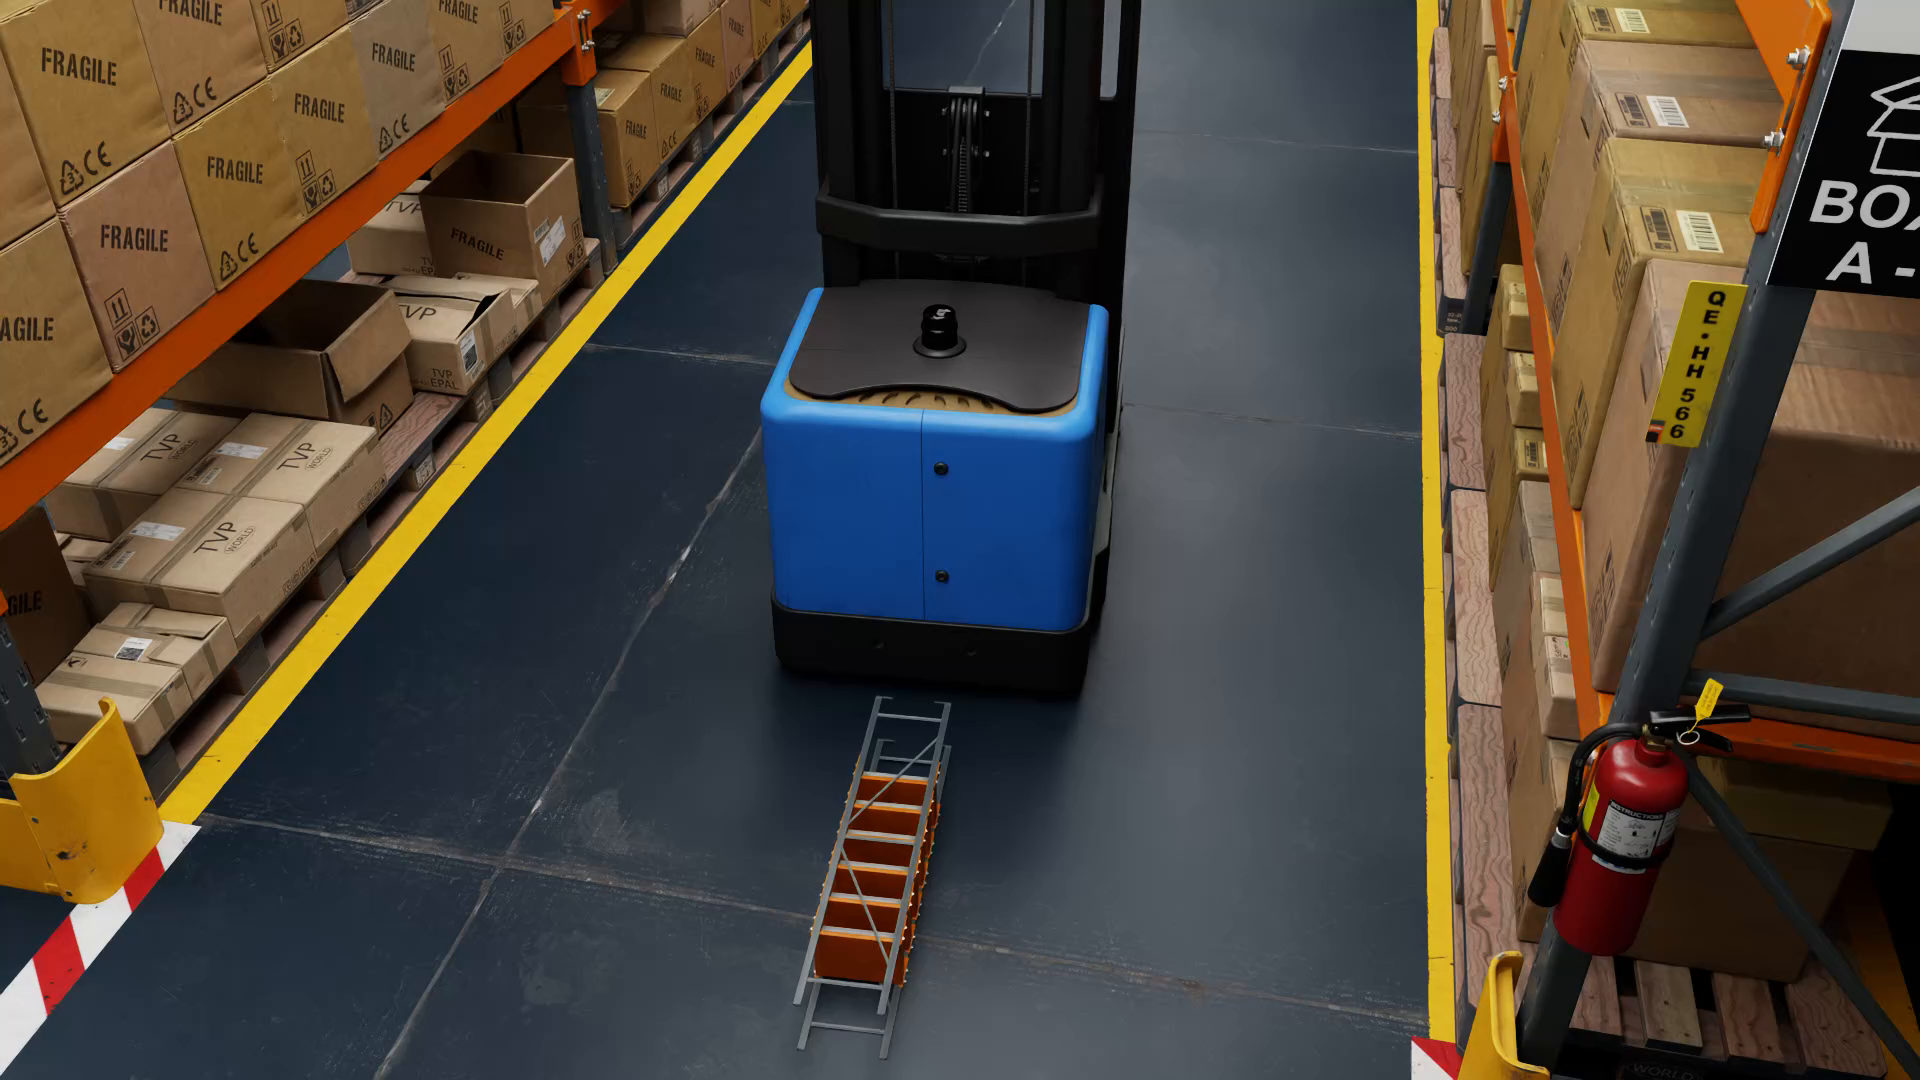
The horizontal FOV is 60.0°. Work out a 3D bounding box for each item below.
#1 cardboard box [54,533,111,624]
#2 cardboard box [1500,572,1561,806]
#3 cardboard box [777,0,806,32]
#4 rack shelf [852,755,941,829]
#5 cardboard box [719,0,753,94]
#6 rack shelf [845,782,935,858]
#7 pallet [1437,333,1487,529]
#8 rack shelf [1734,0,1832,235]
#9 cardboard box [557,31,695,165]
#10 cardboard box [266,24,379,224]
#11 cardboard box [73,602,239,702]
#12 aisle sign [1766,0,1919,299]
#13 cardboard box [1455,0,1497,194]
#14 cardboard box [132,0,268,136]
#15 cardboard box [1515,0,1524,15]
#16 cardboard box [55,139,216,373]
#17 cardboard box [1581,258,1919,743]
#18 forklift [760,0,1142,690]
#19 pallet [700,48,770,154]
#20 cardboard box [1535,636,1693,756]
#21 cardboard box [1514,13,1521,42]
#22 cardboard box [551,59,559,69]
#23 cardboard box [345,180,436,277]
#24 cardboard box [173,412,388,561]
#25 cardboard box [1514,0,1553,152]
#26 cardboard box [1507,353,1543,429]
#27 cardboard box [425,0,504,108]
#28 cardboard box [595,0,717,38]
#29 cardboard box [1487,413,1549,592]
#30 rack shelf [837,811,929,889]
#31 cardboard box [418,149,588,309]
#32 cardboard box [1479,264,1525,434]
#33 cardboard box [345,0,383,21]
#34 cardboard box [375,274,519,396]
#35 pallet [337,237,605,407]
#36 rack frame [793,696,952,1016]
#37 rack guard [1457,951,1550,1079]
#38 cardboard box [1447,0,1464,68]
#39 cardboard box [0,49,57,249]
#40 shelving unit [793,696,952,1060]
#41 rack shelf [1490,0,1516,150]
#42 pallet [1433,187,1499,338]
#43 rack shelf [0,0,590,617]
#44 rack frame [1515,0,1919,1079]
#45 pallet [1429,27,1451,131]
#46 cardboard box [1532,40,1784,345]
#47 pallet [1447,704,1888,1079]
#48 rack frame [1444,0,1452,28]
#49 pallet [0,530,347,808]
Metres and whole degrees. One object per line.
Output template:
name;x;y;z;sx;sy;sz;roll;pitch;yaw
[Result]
cardboard box;-2.967;0.123;5.564;0.380;0.166;0.250;7;37;10
cardboard box;1.982;0.477;4.808;0.700;0.500;0.500;7;37;10
cardboard box;-1.279;-3.470;10.237;0.500;0.500;0.500;9;37;12
rack shelf;-0.189;0.761;5.030;0.258;0.180;0.103;5;37;6
cardboard box;-1.496;-2.872;9.411;0.500;0.500;0.500;6;36;8
rack shelf;-0.206;0.832;4.934;0.258;0.180;0.103;5;37;6
pallet;2.439;-0.402;6.625;1.003;0.211;1.213;7;37;10
rack shelf;2.250;-1.734;4.144;1.077;0.370;4.000;7;37;10
cardboard box;-1.718;-2.296;8.617;0.500;0.500;0.500;8;37;11
cardboard box;-2.341;-1.415;5.561;0.500;0.500;0.500;8;37;11
cardboard box;-2.539;0.346;5.256;0.380;0.166;0.250;7;37;10
aisle sign;1.515;-0.713;2.463;0.394;0.787;0.004;7;37;10
cardboard box;2.876;-2.156;8.143;0.750;0.750;0.750;8;37;11
cardboard box;-2.449;-1.537;4.877;0.500;0.500;0.500;8;37;11
cardboard box;2.530;-2.423;6.681;0.500;0.500;0.500;7;36;9
cardboard box;-2.560;-0.841;4.769;0.500;0.500;0.500;7;37;10
cardboard box;1.922;-0.079;3.548;0.980;0.700;0.700;9;37;12
forklift;0.081;-1.549;5.889;1.130;2.935;3.031;4;36;6
pallet;-1.767;-2.620;9.685;1.003;0.211;1.213;7;37;10
cardboard box;1.724;0.405;4.355;0.380;0.149;0.250;7;37;9
cardboard box;2.473;-2.093;6.779;0.380;0.149;0.250;8;37;10
cardboard box;-2.224;-2.343;8.682;0.500;0.500;0.500;7;37;10
cardboard box;-2.464;-1.452;7.614;0.500;0.311;0.500;7;37;10
cardboard box;-2.410;-0.197;5.934;0.500;0.250;0.500;7;37;10
cardboard box;2.546;-1.770;5.880;0.980;0.700;0.700;8;37;11
cardboard box;2.055;-0.489;5.589;0.380;0.149;0.250;6;36;9
cardboard box;-2.128;-2.002;6.371;0.500;0.500;0.500;8;37;11
cardboard box;-1.608;-2.866;8.764;0.500;0.250;0.500;7;37;10
cardboard box;2.195;-0.118;5.629;0.700;0.500;0.500;8;37;11
rack shelf;-0.222;0.902;4.838;0.258;0.180;0.103;5;37;6
cardboard box;-2.007;-1.380;7.353;0.500;0.500;0.500;7;37;10
cardboard box;2.418;-0.699;6.431;0.700;0.500;0.500;8;37;11
cardboard box;-2.232;-2.116;5.677;0.500;0.500;0.500;8;37;10
cardboard box;-2.167;-0.873;6.815;0.500;0.311;0.500;7;37;10
pallet;-2.310;-1.053;7.524;1.003;0.211;1.213;7;37;10
rack frame;-0.228;0.854;4.748;0.240;0.006;1.200;5;37;6
rack guard;1.818;1.362;3.945;1.175;0.500;0.348;7;37;10
cardboard box;3.247;-3.145;9.507;0.750;0.750;0.750;7;36;9
cardboard box;-2.665;-0.950;4.067;0.500;0.500;0.500;8;37;11
shelving unit;-0.228;0.928;4.803;0.258;0.189;1.200;5;37;6
rack shelf;3.105;-2.813;8.188;1.077;0.370;4.000;7;37;10
pallet;2.769;-1.280;7.836;1.003;0.211;1.213;7;37;10
rack shelf;-2.590;-1.138;5.878;1.077;0.370;4.000;7;37;10
rack frame;1.820;0.335;3.231;0.949;2.616;0.053;7;37;10
pallet;3.290;-2.679;9.766;1.003;0.211;1.213;7;37;10
cardboard box;2.239;-0.934;4.727;0.980;0.700;0.700;6;36;8
pallet;1.917;0.997;4.695;1.003;0.211;1.213;7;37;10
rack frame;3.532;-4.251;9.559;1.000;3.000;0.127;7;37;10
pallet;-2.832;0.345;5.594;1.003;0.211;1.213;7;37;10
